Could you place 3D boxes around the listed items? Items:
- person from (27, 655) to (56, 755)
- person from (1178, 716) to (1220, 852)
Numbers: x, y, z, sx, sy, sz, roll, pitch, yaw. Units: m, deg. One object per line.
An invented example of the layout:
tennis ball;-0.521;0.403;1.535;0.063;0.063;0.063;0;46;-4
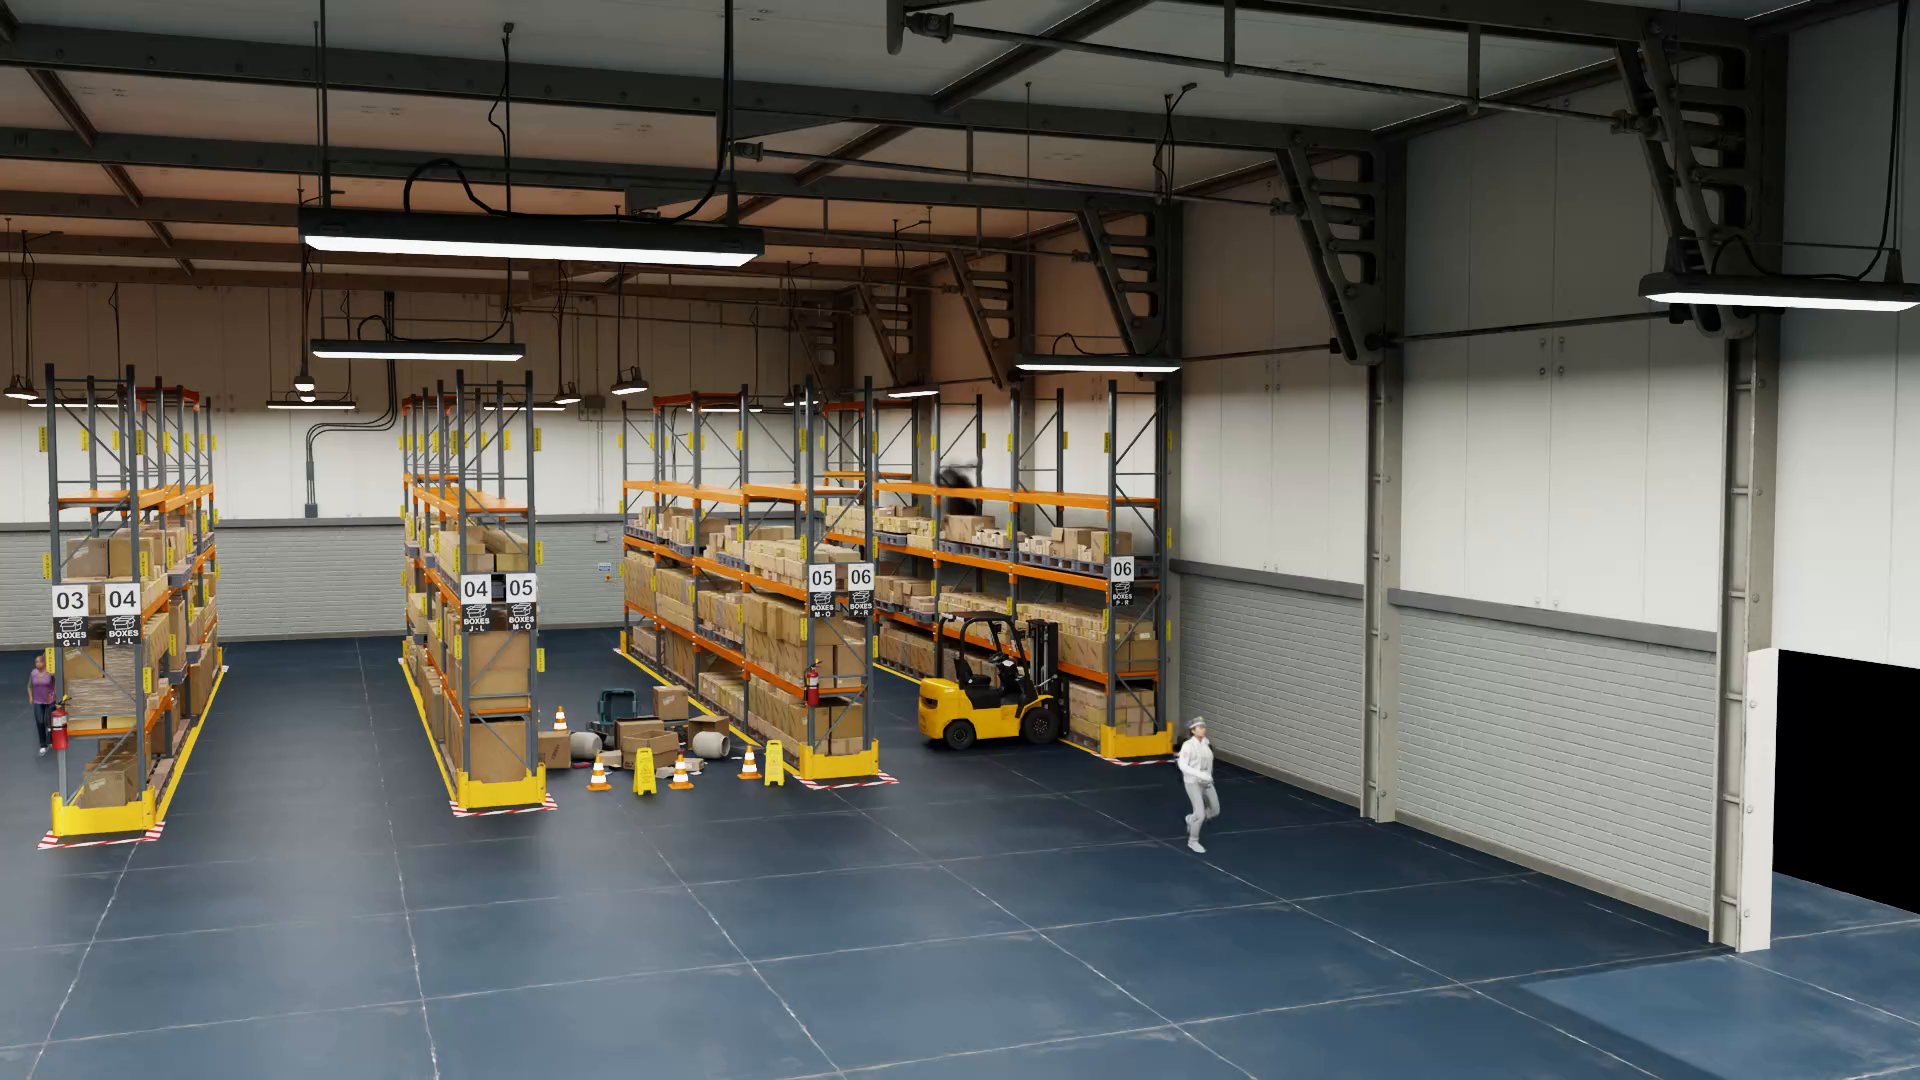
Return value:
person;-14.789;2.654;26.932;0.555;1.595;0.659;-1;3;-13
person;2.949;2.983;20.401;0.658;1.665;0.537;-3;4;-40
